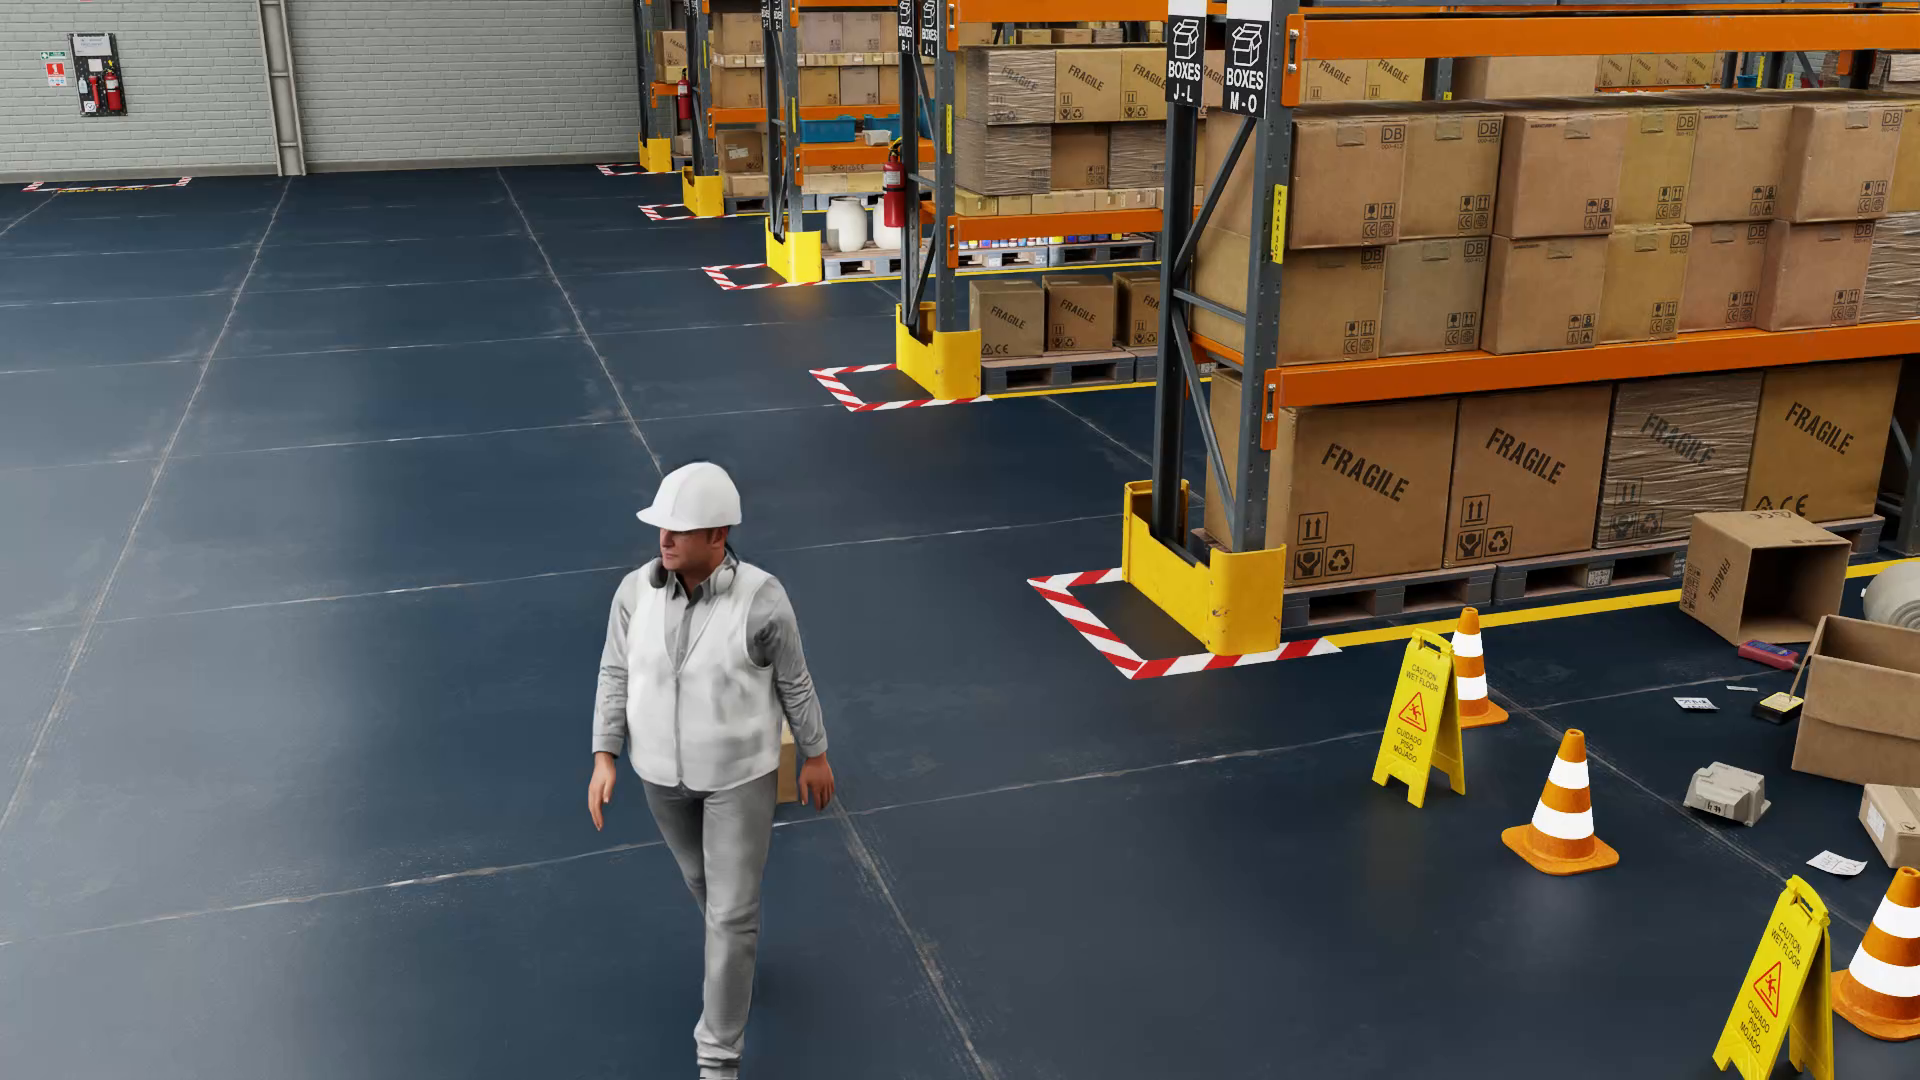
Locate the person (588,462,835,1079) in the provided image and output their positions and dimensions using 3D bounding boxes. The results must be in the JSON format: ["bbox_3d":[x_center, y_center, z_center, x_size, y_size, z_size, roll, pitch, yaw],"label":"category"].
[{"bbox_3d":[-0.714,0.640,4.616,0.624,1.737,0.919,5,20,13],"label":"person"}]
